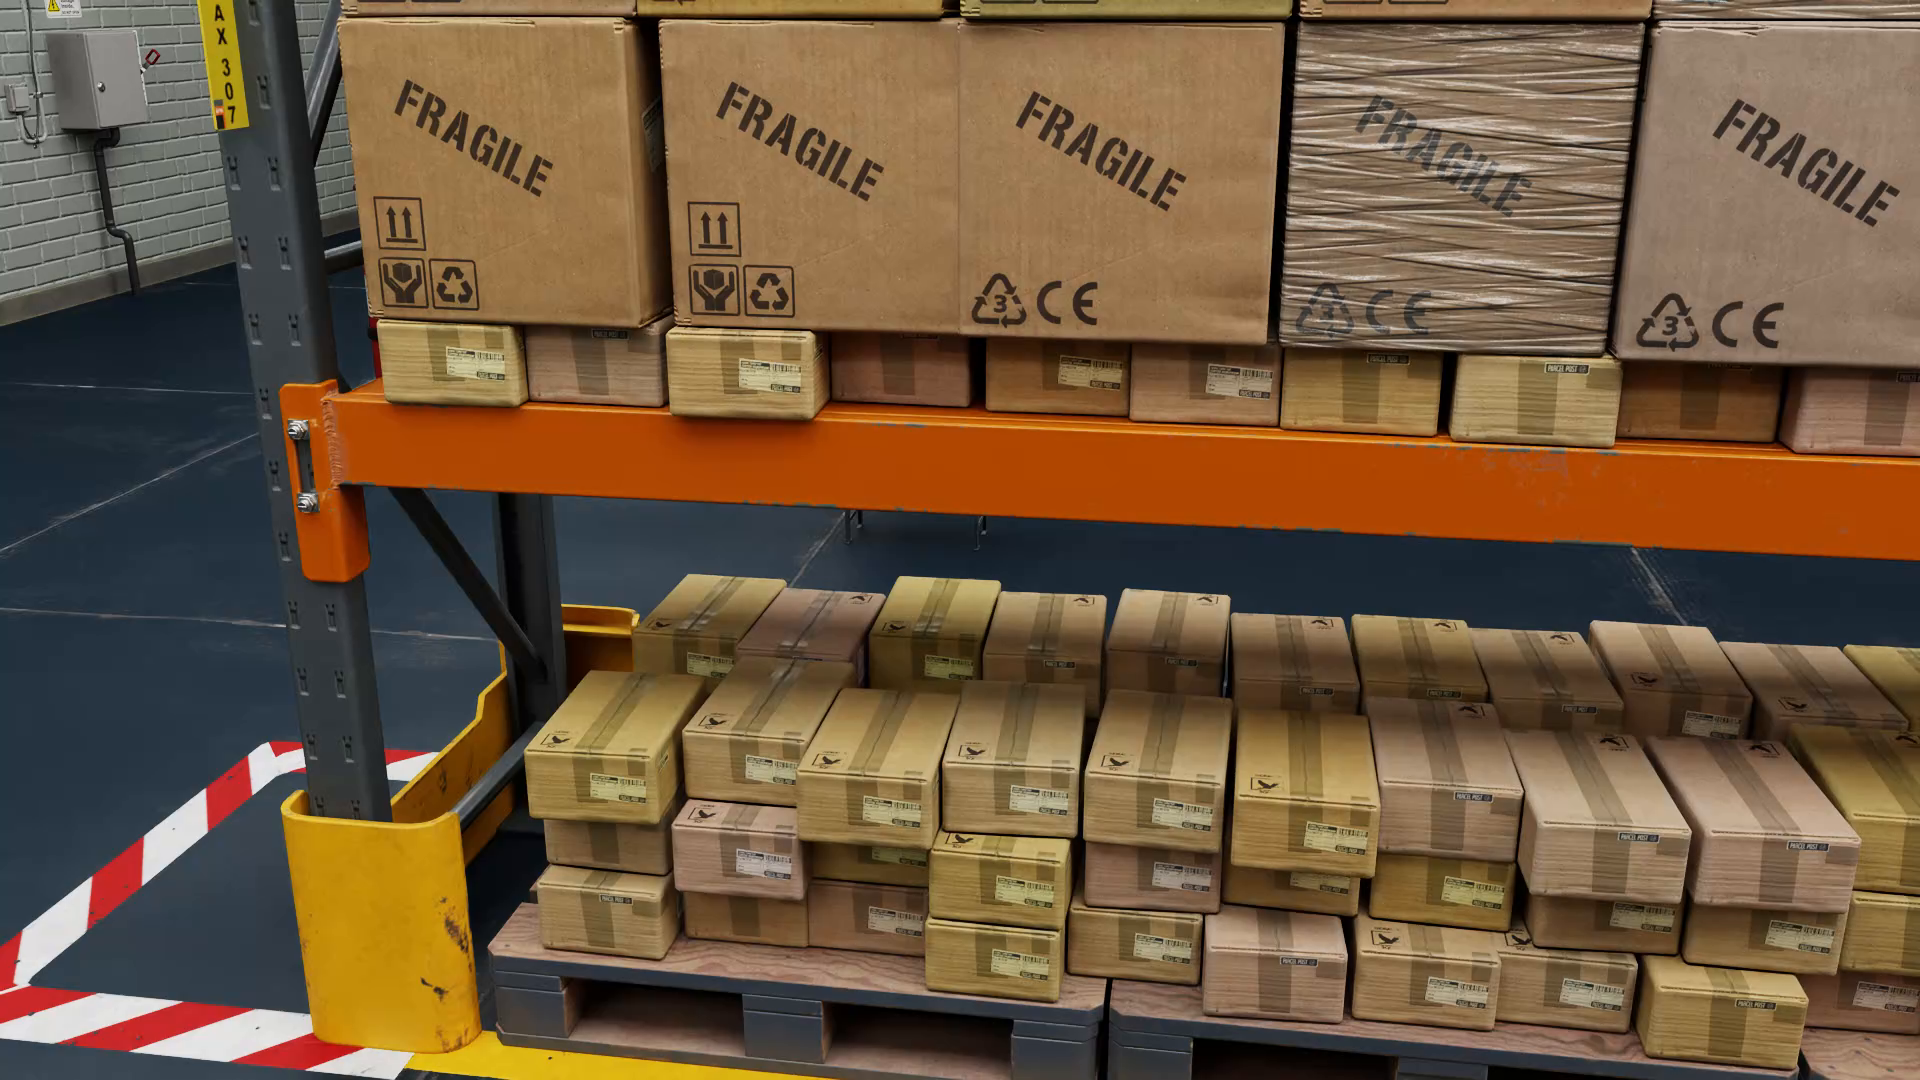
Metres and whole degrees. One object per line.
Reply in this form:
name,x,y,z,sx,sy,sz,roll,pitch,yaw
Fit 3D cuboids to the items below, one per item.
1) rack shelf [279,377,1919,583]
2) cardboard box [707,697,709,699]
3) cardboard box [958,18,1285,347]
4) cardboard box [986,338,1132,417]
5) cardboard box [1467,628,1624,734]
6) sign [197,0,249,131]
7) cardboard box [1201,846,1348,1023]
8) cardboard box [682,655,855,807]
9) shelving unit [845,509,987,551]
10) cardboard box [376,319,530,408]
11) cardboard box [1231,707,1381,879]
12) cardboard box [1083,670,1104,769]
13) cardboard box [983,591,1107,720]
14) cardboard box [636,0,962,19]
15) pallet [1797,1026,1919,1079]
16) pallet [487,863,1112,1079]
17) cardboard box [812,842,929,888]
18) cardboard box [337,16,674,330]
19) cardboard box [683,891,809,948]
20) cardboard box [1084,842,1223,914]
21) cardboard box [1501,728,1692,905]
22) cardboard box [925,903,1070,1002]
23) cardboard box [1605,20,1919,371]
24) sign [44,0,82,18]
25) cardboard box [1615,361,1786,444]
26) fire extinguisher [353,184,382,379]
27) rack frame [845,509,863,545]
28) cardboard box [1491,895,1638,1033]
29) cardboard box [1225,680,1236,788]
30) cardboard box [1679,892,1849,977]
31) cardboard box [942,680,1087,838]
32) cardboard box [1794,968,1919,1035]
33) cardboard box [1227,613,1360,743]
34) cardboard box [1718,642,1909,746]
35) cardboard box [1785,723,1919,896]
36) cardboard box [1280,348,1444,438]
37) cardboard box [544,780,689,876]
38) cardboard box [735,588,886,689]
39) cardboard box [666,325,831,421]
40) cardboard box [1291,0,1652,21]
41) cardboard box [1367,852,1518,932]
rack shelf,0.845,-0.160,3.189,4.000,0.370,1.077,3,19,9
cardboard box,-0.563,0.347,3.902,0.250,0.149,0.380,2,19,7
cardboard box,0.284,-0.634,2.844,0.500,0.500,0.500,3,19,9
cardboard box,0.195,-0.342,2.995,0.250,0.149,0.380,3,19,8
cardboard box,1.211,0.326,3.496,0.250,0.149,0.380,2,19,6
sign,-1.215,-0.843,2.730,0.005,0.325,0.100,3,19,9
cardboard box,0.589,0.745,3.180,0.250,0.149,0.380,2,19,6
cardboard box,-0.374,0.378,3.341,0.250,0.149,0.380,3,19,10
shelving unit,-0.163,-0.577,6.138,0.503,1.200,0.258,3,19,9
cardboard box,-0.861,-0.364,3.059,0.250,0.149,0.380,3,19,8
cardboard box,0.637,0.461,3.090,0.250,0.149,0.380,3,19,9
cardboard box,0.200,0.418,3.688,0.250,0.149,0.380,3,19,8
cardboard box,0.194,0.253,3.714,0.250,0.149,0.380,2,19,6
cardboard box,-0.229,-1.136,2.768,0.500,0.500,0.500,3,19,10
pallet,2.151,0.899,3.284,1.213,0.211,1.003,3,19,9
pallet,-0.258,0.776,3.651,1.213,0.211,1.003,3,19,9
cardboard box,-0.135,0.532,3.347,0.250,0.149,0.380,3,19,9
cardboard box,-0.730,-0.681,2.986,0.500,0.500,0.500,4,19,11
cardboard box,-0.391,0.665,3.420,0.250,0.149,0.380,3,19,8
cardboard box,0.378,0.563,3.255,0.250,0.149,0.380,2,19,6
cardboard box,1.128,0.491,3.002,0.250,0.149,0.380,2,19,7
cardboard box,0.090,0.722,3.248,0.250,0.149,0.380,3,19,9
cardboard box,1.294,-0.577,2.674,0.500,0.500,0.500,3,19,8
sign,-5.751,-3.470,10.645,0.001,0.242,0.339,3,19,9
cardboard box,1.209,-0.288,2.833,0.250,0.149,0.380,3,19,8
fire extinguisher,-1.305,-0.546,3.917,0.183,0.674,0.296,3,19,9
rack frame,-0.404,-0.590,6.174,0.015,1.200,0.240,3,19,9
cardboard box,1.110,0.753,3.157,0.250,0.149,0.380,3,19,10
cardboard box,0.714,0.413,3.703,0.250,0.149,0.380,4,19,11
cardboard box,1.435,0.627,3.064,0.250,0.149,0.380,3,19,10
cardboard box,0.112,0.417,3.223,0.250,0.149,0.380,2,19,6
cardboard box,1.624,0.755,3.149,0.250,0.149,0.380,2,19,7
cardboard box,0.711,0.297,3.583,0.250,0.149,0.380,2,19,7
cardboard box,1.732,0.352,3.417,0.250,0.149,0.380,2,19,7
cardboard box,1.678,0.485,3.019,0.250,0.149,0.380,4,19,10
cardboard box,0.687,-0.301,2.873,0.250,0.149,0.380,4,19,11
cardboard box,-0.653,0.516,3.395,0.250,0.149,0.380,4,19,11
cardboard box,-0.327,0.246,3.733,0.250,0.149,0.380,3,19,10
cardboard box,-0.346,-0.334,2.969,0.250,0.149,0.380,2,19,7
cardboard box,0.785,-1.078,2.595,0.500,0.500,0.500,2,19,7
cardboard box,0.917,0.580,3.203,0.250,0.149,0.380,4,19,11
